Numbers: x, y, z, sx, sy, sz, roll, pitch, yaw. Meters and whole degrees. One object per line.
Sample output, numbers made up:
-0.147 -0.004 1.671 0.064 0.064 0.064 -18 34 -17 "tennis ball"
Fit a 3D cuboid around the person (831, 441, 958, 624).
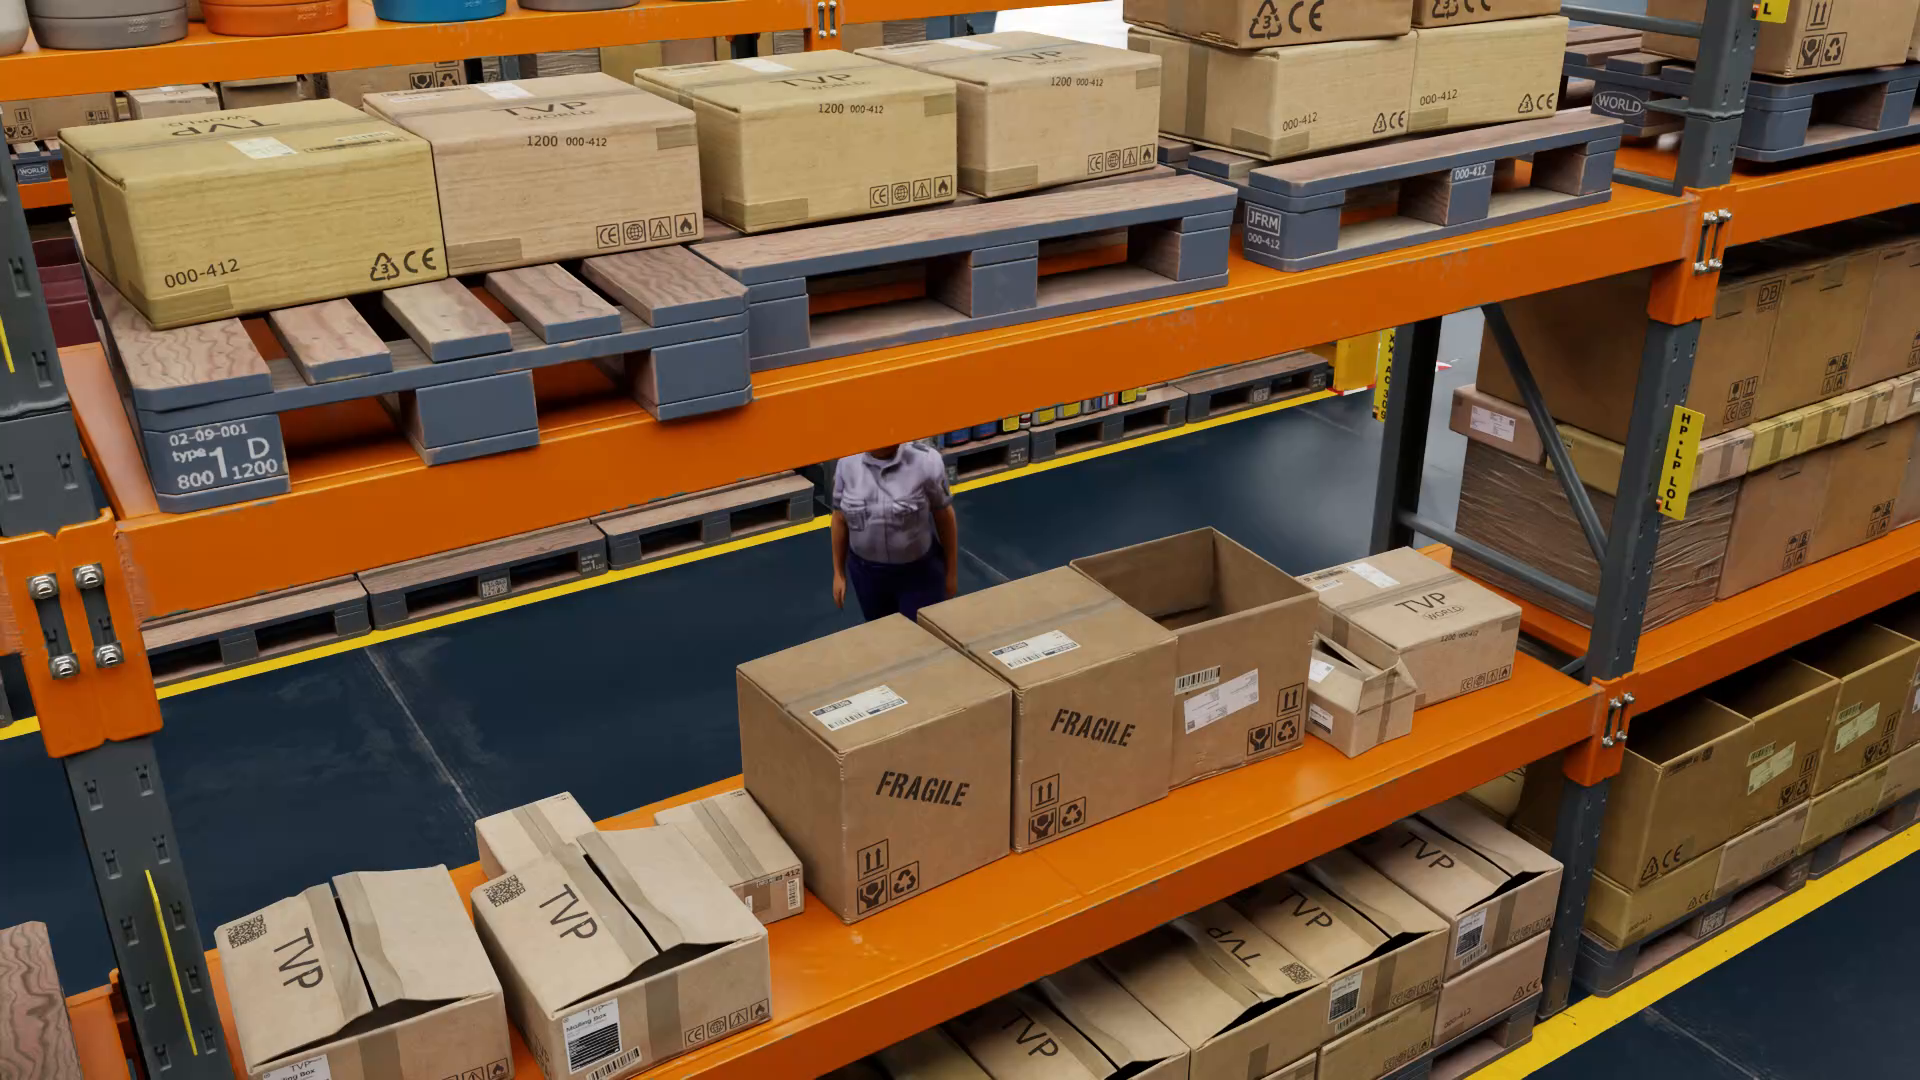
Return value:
-0.245 0.158 6.835 0.540 1.695 0.544 8 26 15 "person"
